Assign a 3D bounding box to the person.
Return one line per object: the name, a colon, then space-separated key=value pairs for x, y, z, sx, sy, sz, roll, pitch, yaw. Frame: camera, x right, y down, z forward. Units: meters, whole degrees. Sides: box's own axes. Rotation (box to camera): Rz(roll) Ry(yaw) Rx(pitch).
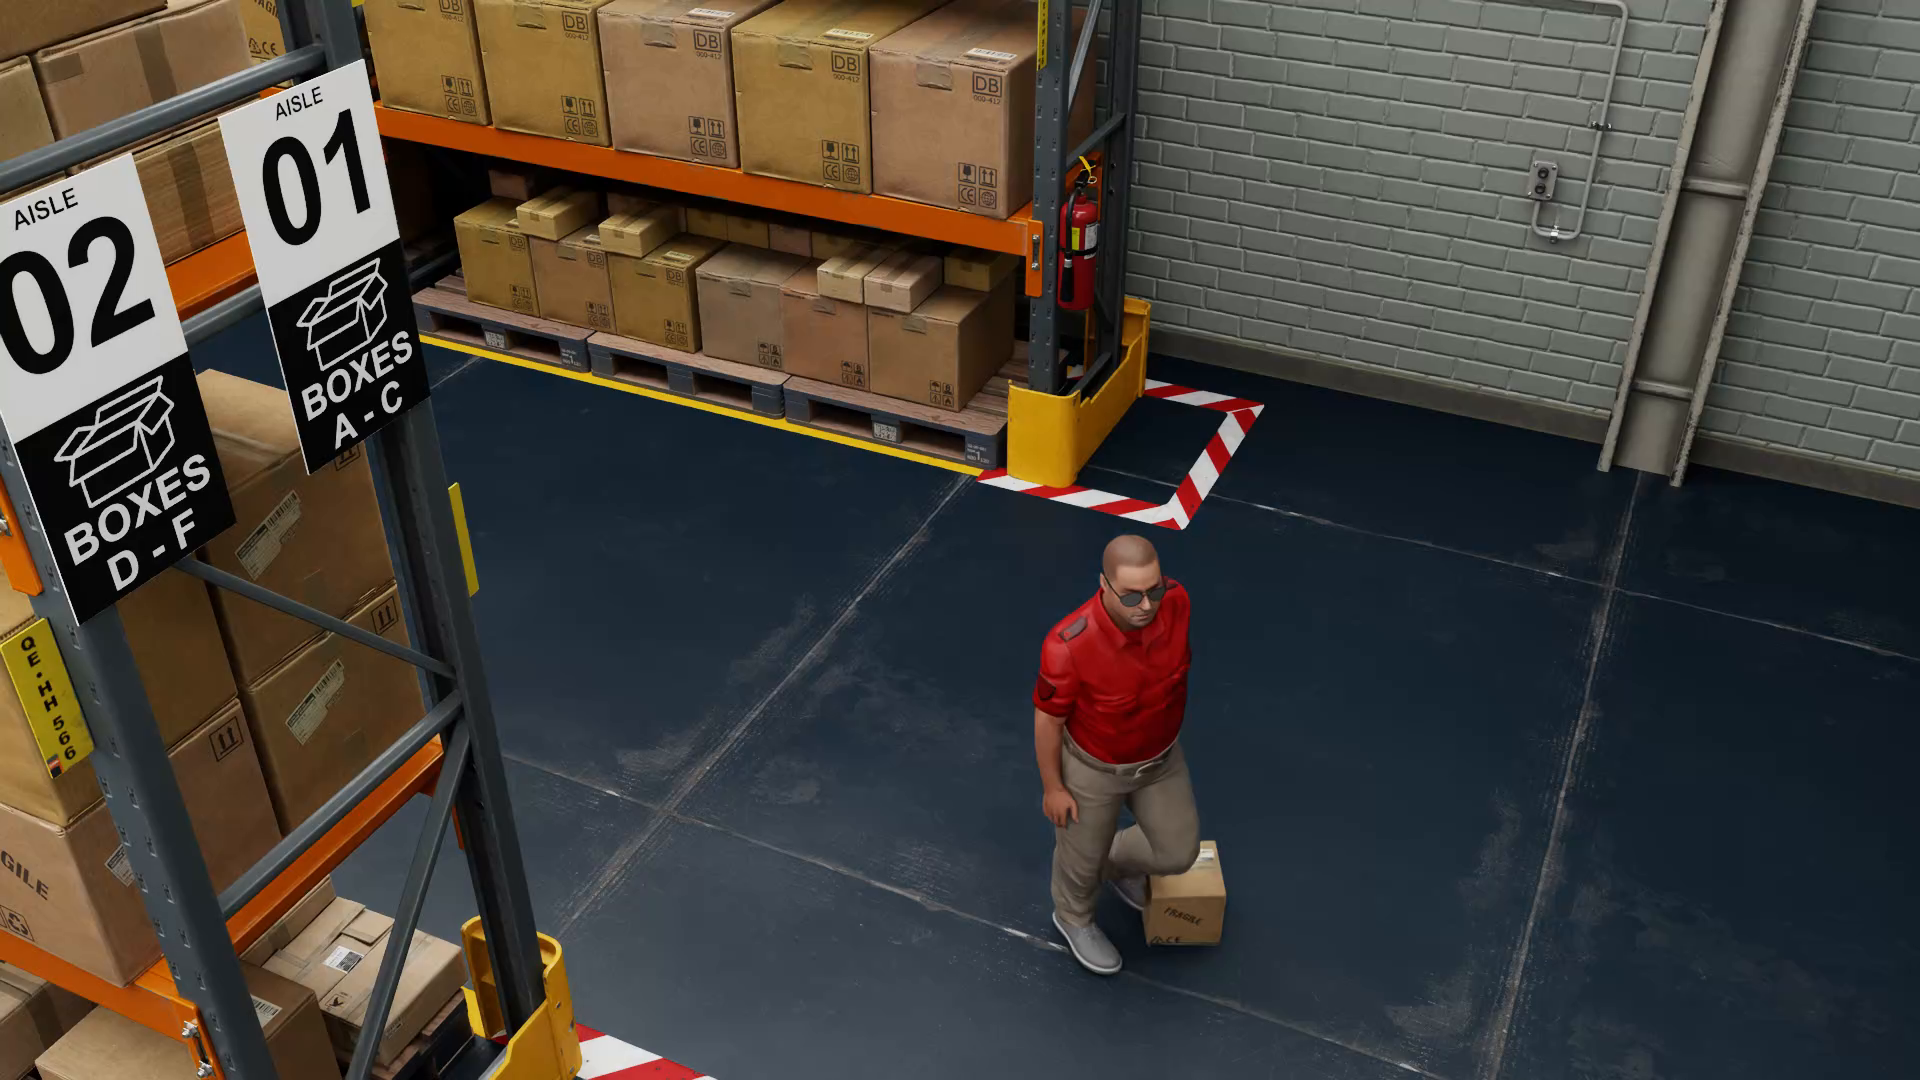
person: x=0.461 y=0.661 z=5.137 sx=0.580 sy=1.718 sz=0.489 roll=-17 pitch=37 yaw=-24
